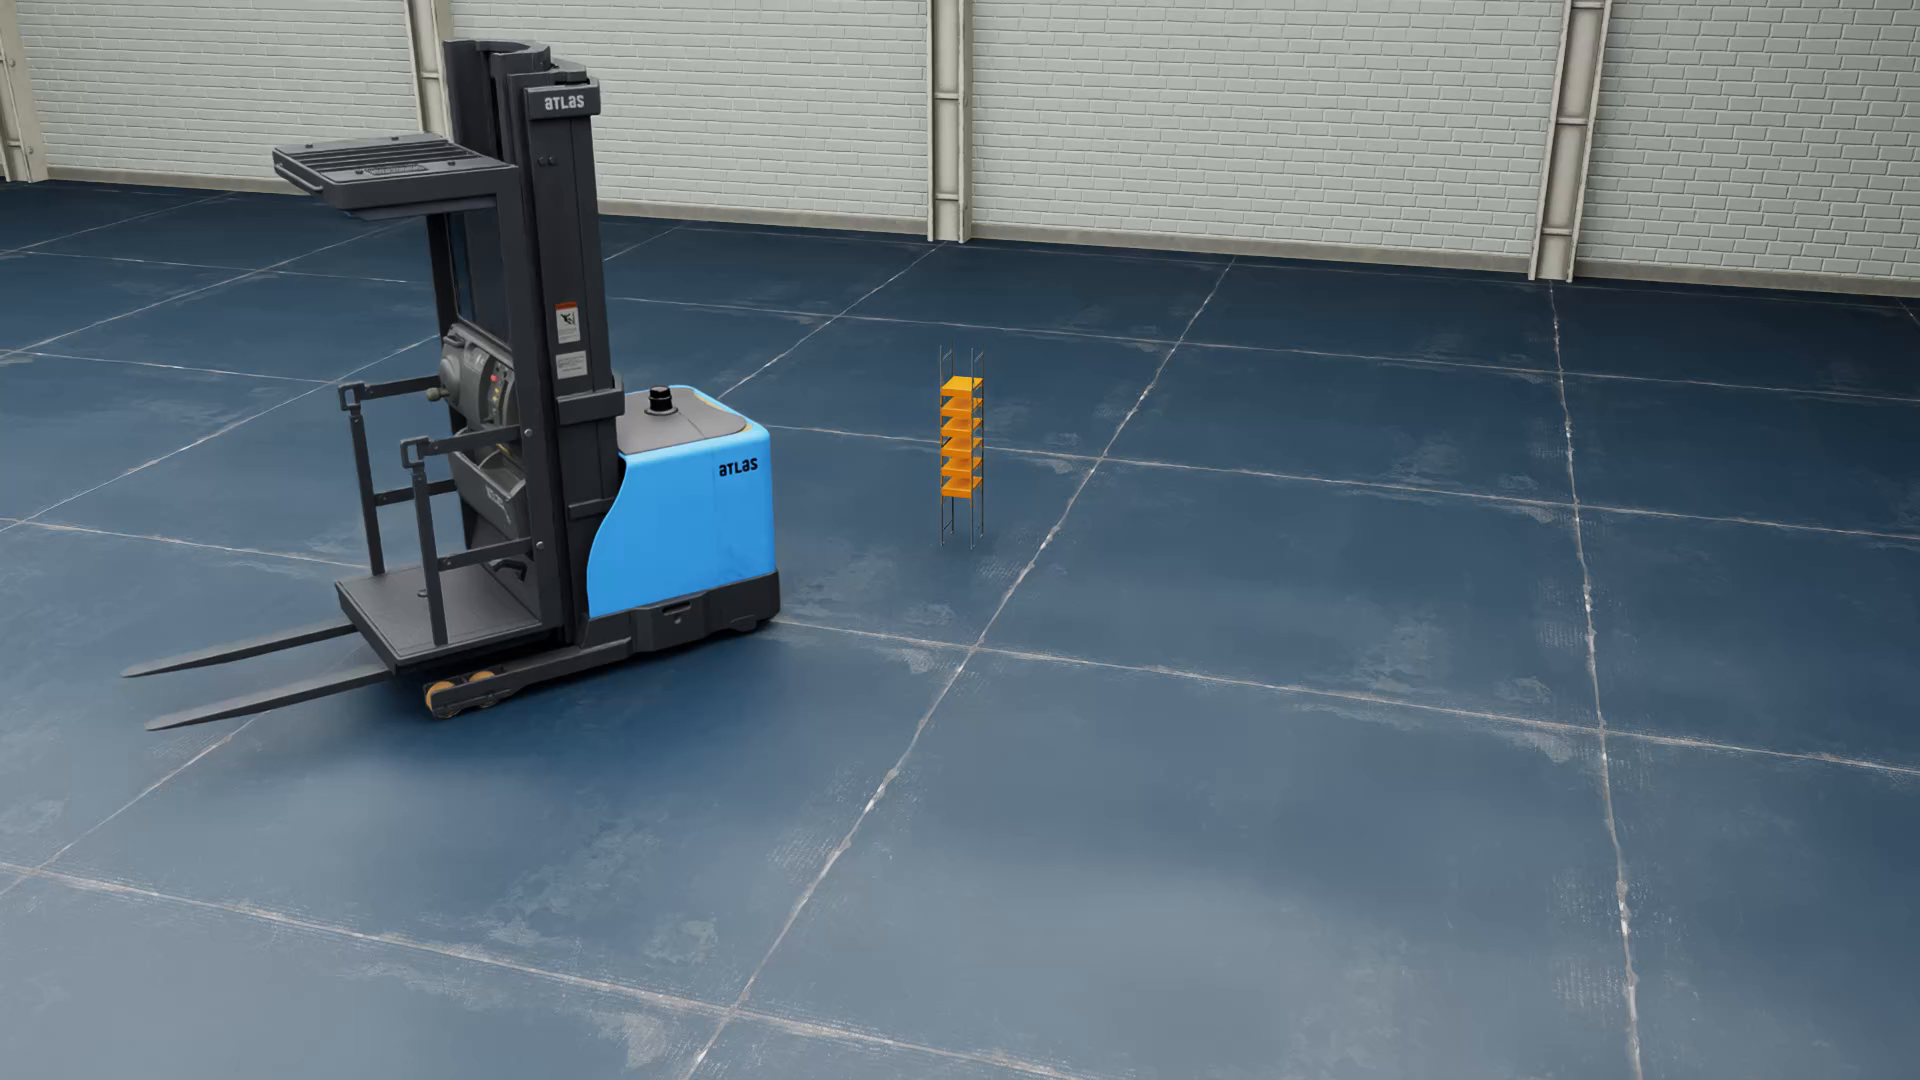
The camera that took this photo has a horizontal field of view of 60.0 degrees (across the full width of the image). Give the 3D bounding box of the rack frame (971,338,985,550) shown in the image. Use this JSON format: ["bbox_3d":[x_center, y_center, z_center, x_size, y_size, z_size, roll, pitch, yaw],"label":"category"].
[{"bbox_3d":[0.101,-0.544,9.514,0.006,1.200,0.240,7,23,16],"label":"rack frame"}]

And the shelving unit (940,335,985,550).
[{"bbox_3d":[0.014,-0.554,9.538,0.189,1.200,0.258,7,23,16],"label":"shelving unit"}]

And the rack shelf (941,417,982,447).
[{"bbox_3d":[0.014,-0.623,9.510,0.180,0.103,0.258,7,23,16],"label":"rack shelf"}]

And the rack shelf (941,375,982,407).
[{"bbox_3d":[0.014,-0.845,9.419,0.180,0.103,0.258,7,23,16],"label":"rack shelf"}]

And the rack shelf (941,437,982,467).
[{"bbox_3d":[0.014,-0.512,9.555,0.180,0.103,0.258,7,23,16],"label":"rack shelf"}]

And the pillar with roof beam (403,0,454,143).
[{"bbox_3d":[-7.095,-6.425,13.576,0.400,9.000,9.100,7,23,16],"label":"pillar with roof beam"}]

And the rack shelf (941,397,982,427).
[{"bbox_3d":[0.014,-0.734,9.464,0.180,0.103,0.258,7,23,16],"label":"rack shelf"}]

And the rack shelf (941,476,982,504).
[{"bbox_3d":[0.014,-0.290,9.646,0.180,0.103,0.258,7,23,16],"label":"rack shelf"}]

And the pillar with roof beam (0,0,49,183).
[{"bbox_3d":[-12.839,-7.083,15.179,0.400,9.000,9.100,7,23,16],"label":"pillar with roof beam"}]

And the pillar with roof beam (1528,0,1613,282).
[{"bbox_3d":[4.394,-5.109,10.369,0.400,9.000,9.100,7,23,16],"label":"pillar with roof beam"}]

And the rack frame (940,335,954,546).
[{"bbox_3d":[-0.074,-0.564,9.563,0.006,1.200,0.240,7,23,16],"label":"rack frame"}]

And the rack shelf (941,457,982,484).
[{"bbox_3d":[0.014,-0.401,9.601,0.180,0.103,0.258,7,23,16],"label":"rack shelf"}]

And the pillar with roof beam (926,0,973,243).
[{"bbox_3d":[-1.350,-5.767,11.972,0.400,9.000,9.100,7,23,16],"label":"pillar with roof beam"}]

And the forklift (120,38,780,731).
[{"bbox_3d":[-2.446,-0.755,7.748,3.031,2.935,1.130,-14,26,-31],"label":"forklift"}]
